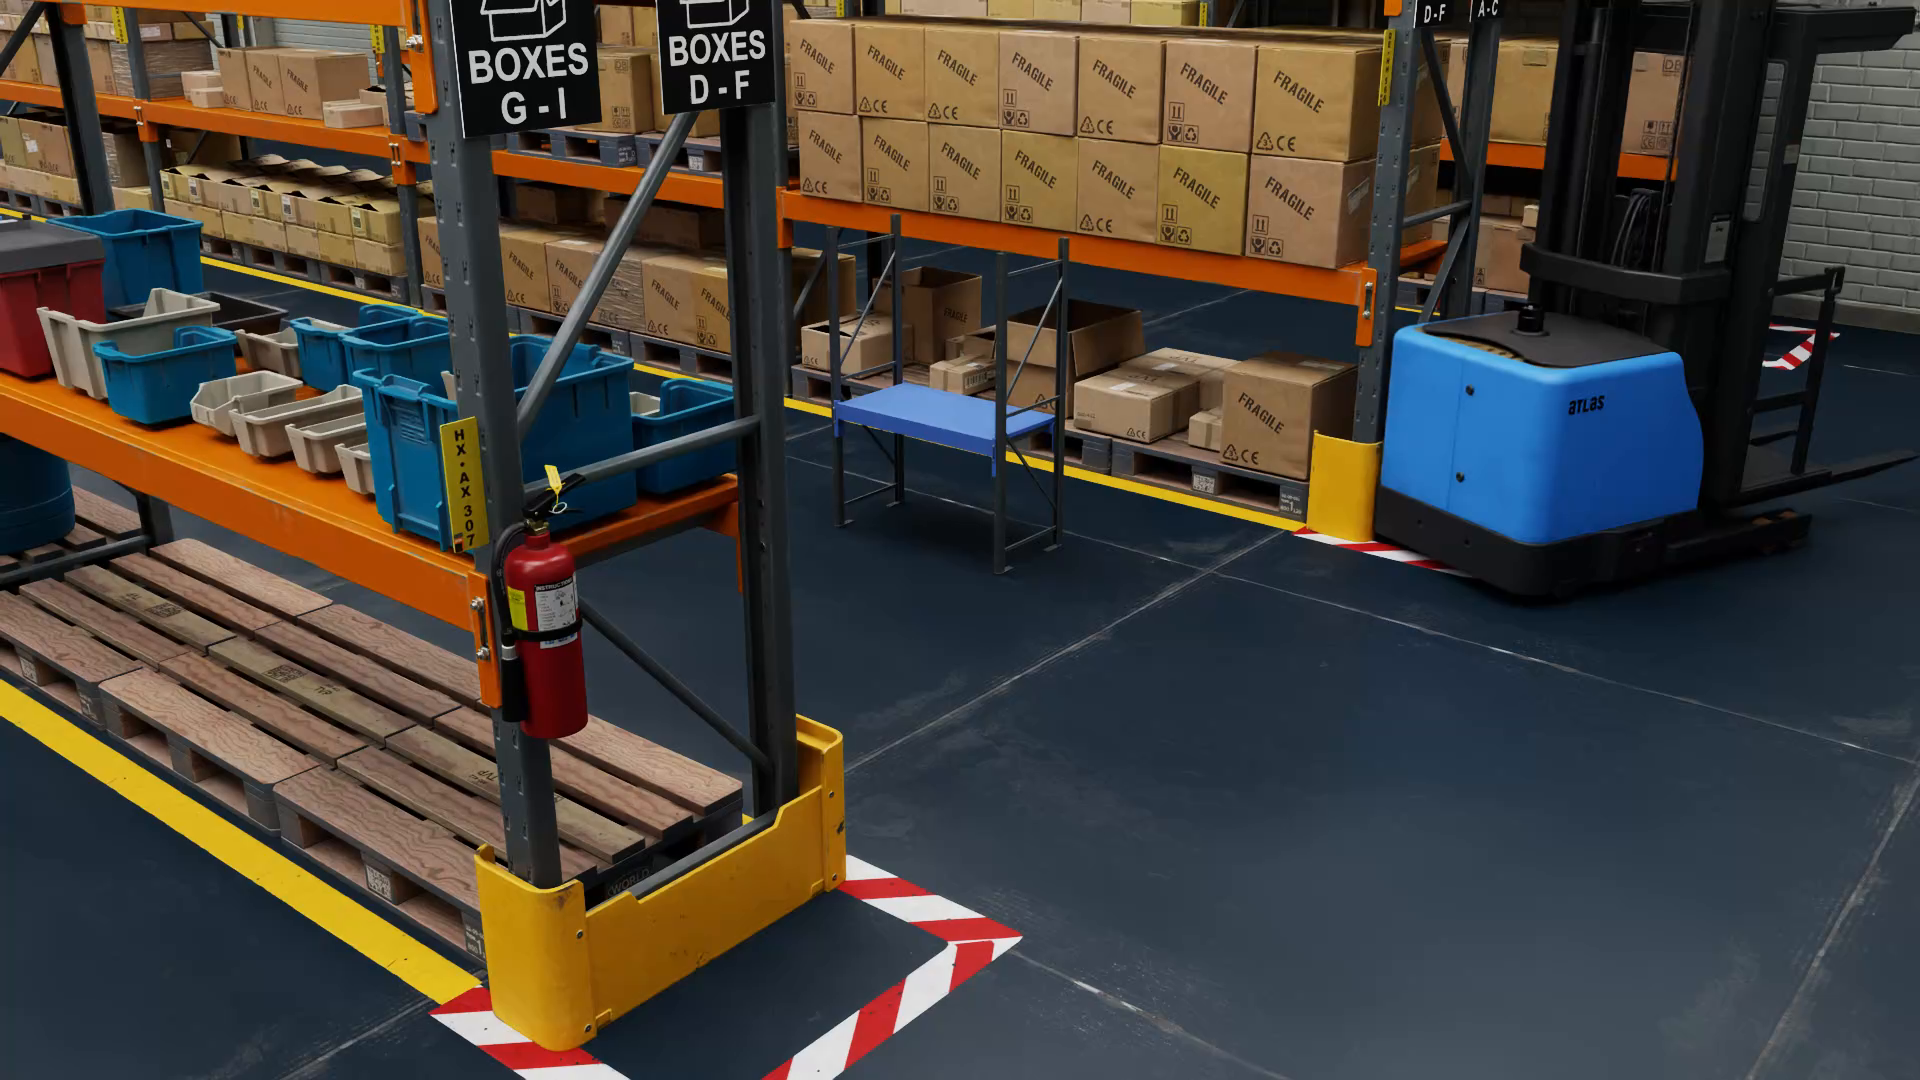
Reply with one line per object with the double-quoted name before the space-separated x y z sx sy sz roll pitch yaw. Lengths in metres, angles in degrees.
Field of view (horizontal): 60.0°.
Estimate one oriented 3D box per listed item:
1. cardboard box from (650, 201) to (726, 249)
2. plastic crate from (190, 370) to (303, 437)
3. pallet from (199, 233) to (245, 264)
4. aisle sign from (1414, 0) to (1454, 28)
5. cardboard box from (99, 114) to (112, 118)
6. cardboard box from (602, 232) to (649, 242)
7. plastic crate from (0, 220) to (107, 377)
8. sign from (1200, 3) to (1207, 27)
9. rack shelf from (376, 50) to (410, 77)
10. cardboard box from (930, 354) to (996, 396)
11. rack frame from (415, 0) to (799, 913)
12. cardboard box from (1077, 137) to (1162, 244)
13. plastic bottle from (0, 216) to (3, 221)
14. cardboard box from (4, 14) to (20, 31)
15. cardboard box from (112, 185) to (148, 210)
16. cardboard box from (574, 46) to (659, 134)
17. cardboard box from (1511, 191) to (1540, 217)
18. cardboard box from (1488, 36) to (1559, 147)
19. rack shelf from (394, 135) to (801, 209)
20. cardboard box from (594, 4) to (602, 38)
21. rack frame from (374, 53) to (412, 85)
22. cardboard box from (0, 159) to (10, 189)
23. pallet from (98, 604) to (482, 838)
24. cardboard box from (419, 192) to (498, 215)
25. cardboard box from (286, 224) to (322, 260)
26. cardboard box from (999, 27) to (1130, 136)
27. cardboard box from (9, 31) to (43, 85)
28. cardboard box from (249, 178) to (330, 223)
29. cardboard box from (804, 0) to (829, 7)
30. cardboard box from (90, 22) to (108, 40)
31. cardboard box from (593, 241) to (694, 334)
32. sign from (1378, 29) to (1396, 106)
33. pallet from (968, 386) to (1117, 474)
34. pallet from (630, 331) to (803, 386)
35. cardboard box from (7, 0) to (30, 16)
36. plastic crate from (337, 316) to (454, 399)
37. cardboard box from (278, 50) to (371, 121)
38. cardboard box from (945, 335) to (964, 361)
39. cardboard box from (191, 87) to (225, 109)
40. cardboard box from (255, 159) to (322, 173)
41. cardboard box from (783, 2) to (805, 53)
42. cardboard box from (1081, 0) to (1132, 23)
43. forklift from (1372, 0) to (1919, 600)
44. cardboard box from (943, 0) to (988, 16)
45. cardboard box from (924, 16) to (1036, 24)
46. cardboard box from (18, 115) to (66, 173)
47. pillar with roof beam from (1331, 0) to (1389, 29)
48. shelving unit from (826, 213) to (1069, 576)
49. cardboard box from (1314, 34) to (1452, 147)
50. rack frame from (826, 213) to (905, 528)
"cardboard box" -1.825 -2.240 11.714 0.500 0.250 0.500 16 26 36
"plastic crate" -2.300 -0.432 5.351 0.250 0.136 0.298 16 26 36
"pallet" -6.432 -2.782 15.245 1.213 0.211 1.003 16 26 36
"aisle sign" 2.128 -2.680 7.340 0.004 0.787 0.394 16 26 36
"cardboard box" -8.739 -4.136 17.124 0.500 0.500 0.500 16 26 36
"cardboard box" -2.244 -2.009 12.162 0.500 0.500 0.500 15 25 34
"plastic crate" -3.431 -0.892 6.108 0.583 0.464 0.402 16 26 36
"sign" 1.964 -4.165 13.432 0.005 0.325 0.100 16 26 36
"rack shelf" -5.448 -5.705 20.064 4.000 0.370 1.077 16 26 36
"cardboard box" 0.035 -0.992 9.941 0.250 0.166 0.380 16 26 36
"rack frame" -0.866 -0.210 4.473 0.127 3.000 1.000 16 26 36
"cardboard box" 0.963 -1.863 8.715 0.500 0.500 0.500 16 26 37
"plastic bottle" -4.438 -1.364 7.717 0.097 0.271 0.097 0 21 0
"cardboard box" -9.158 -5.107 16.398 0.250 0.149 0.380 15 25 35
"cardboard box" -7.906 -3.308 15.991 0.500 0.250 0.500 16 26 36
"cardboard box" -2.237 -3.076 11.337 0.500 0.500 0.700 9 23 23
"cardboard box" 4.430 -2.573 12.767 0.250 0.149 0.380 16 26 37
"cardboard box" 4.426 -3.329 12.319 0.700 0.700 0.980 16 26 36
"rack shelf" -2.379 -2.565 11.738 4.000 0.370 1.077 16 26 36
"cardboard box" -4.130 -6.047 19.074 0.500 0.500 0.500 15 26 35
"rack frame" -6.997 -6.488 21.121 0.127 3.000 1.000 16 26 36
"cardboard box" -9.852 -3.862 17.460 0.500 0.250 0.500 16 26 36
"pallet" -2.421 0.628 6.203 1.213 0.211 1.003 16 26 36
"cardboard box" -4.149 -2.717 13.629 0.500 0.311 0.500 17 27 38
"cardboard box" -5.280 -2.535 13.942 0.500 0.250 0.500 17 26 37
"cardboard box" 0.556 -2.443 8.837 0.500 0.500 0.500 17 27 38
"cardboard box" -8.982 -4.843 16.619 0.500 0.500 0.700 16 26 37
"cardboard box" -5.673 -2.910 14.140 0.500 0.311 0.500 17 26 38
"cardboard box" -1.344 -5.395 16.540 0.250 0.149 0.380 11 23 27
"cardboard box" -7.768 -4.706 15.335 0.250 0.149 0.380 15 25 35
"cardboard box" -2.159 -1.748 11.471 0.500 0.500 0.500 16 26 37
"sign" 1.903 -2.105 7.411 0.005 0.325 0.100 16 26 36
"pallet" 0.651 -0.725 9.792 1.213 0.211 1.003 16 26 36
"pallet" -1.484 -1.322 11.374 1.213 0.211 1.003 16 26 36
"cardboard box" -8.930 -5.439 16.359 0.500 0.500 0.700 16 26 36
"plastic crate" -1.869 -0.598 5.656 0.300 0.233 0.416 16 26 36
"cardboard box" -5.239 -3.764 13.758 0.500 0.500 0.500 14 25 33
"cardboard box" 0.120 -1.210 10.544 0.250 0.149 0.380 16 26 36
"cardboard box" -6.470 -3.869 14.533 0.250 0.149 0.380 16 26 36
"cardboard box" -6.125 -3.286 15.138 0.500 0.311 0.500 17 26 38
"cardboard box" -1.620 -5.175 16.874 0.500 0.500 0.700 13 24 31
"cardboard box" 1.386 -4.507 14.216 0.500 0.250 0.500 17 26 37
"forklift" 3.553 -1.461 7.890 3.031 2.935 1.130 -11 23 -27
"cardboard box" 0.196 -4.847 15.116 0.500 0.250 0.500 16 26 37
"cardboard box" 0.124 -2.814 9.821 0.500 0.500 0.500 15 26 35
"cardboard box" -9.068 -3.994 16.747 0.500 0.500 0.500 16 26 36
"pillar with roof beam" 0.667 -5.521 10.055 0.400 9.000 9.100 16 26 36
"shelving unit" -0.066 -0.721 7.954 1.048 1.500 0.538 16 26 36
"cardboard box" 2.092 -2.249 8.321 0.500 0.500 0.500 17 27 38
"rack frame" -0.460 -0.834 8.255 0.032 1.500 0.500 16 26 36
